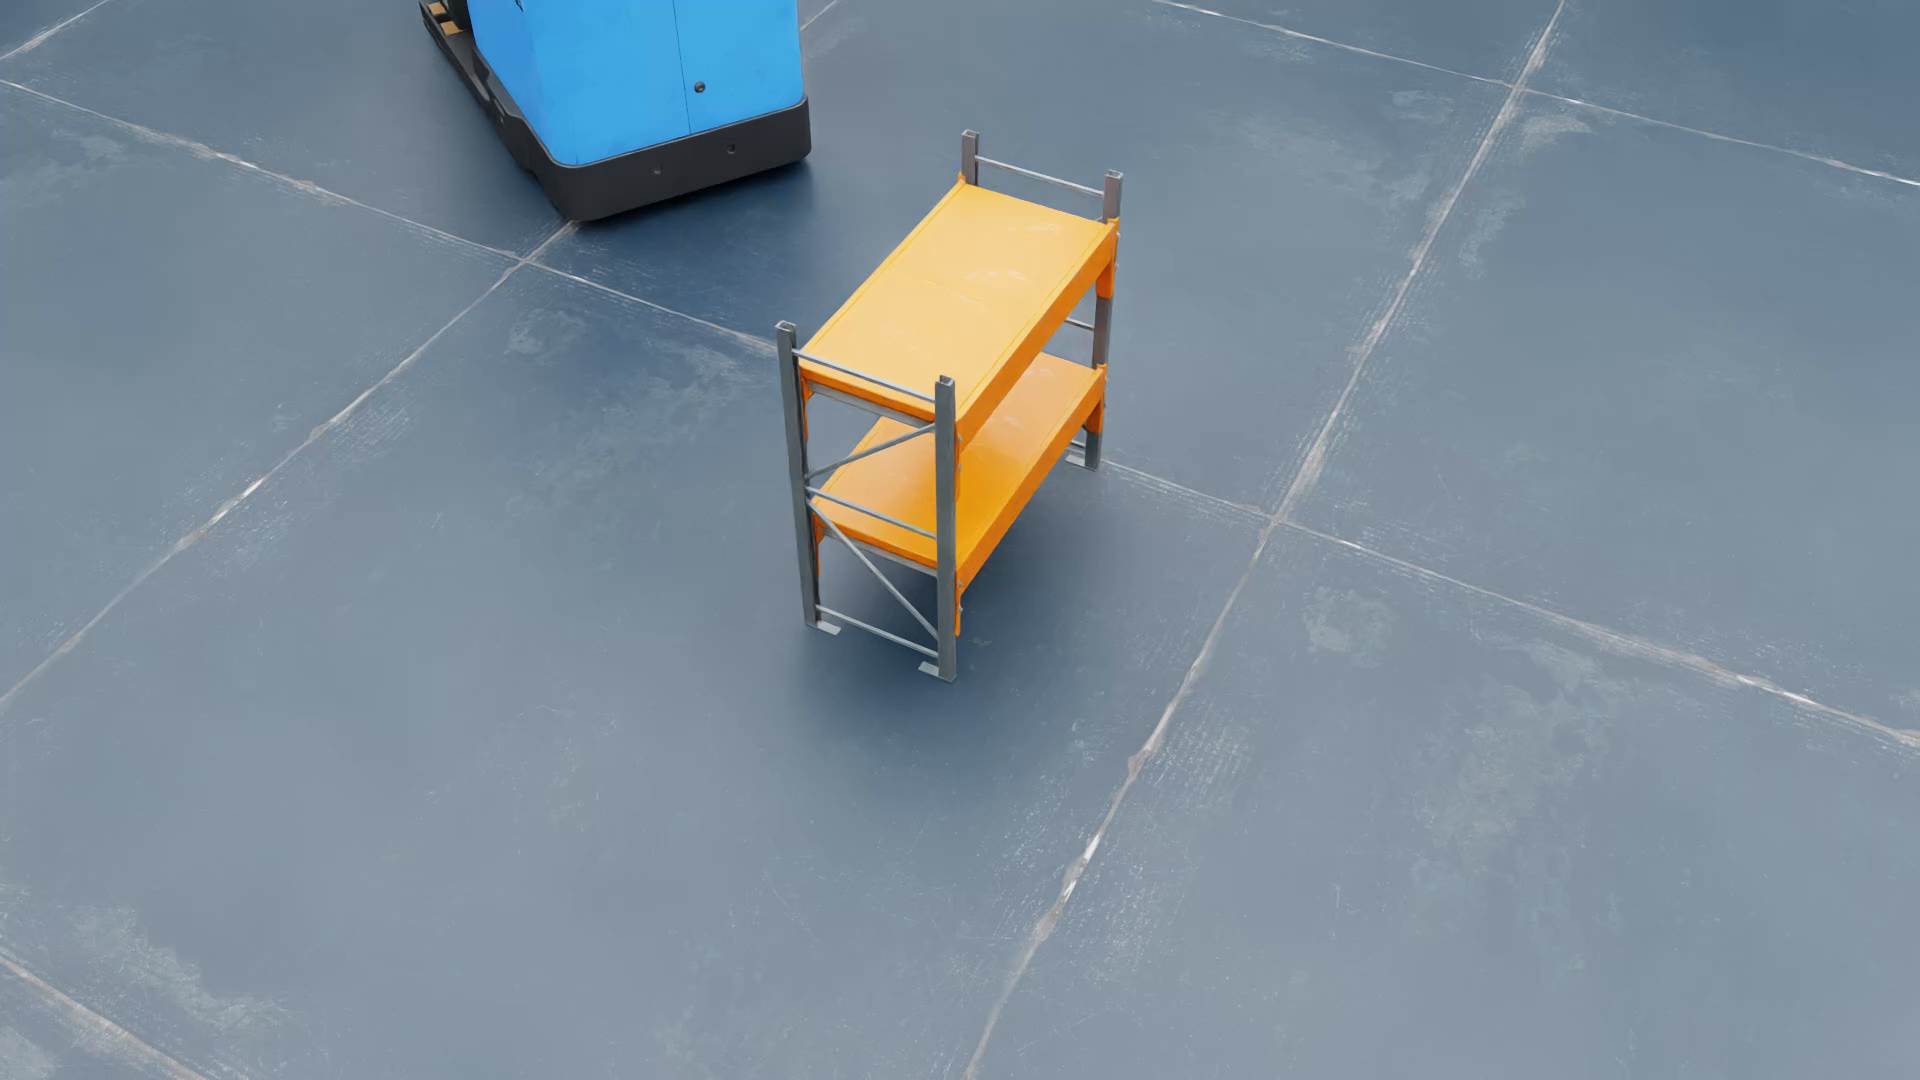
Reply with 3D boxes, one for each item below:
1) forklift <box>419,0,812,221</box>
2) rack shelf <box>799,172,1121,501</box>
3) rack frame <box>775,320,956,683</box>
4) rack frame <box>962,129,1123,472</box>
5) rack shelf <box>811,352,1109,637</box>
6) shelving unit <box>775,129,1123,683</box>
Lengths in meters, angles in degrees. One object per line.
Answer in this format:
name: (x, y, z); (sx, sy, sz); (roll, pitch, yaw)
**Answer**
forklift: (-1.751, -3.292, 6.443); (1.130, 2.935, 3.031); (-21, 49, -20)
rack shelf: (-0.003, -0.597, 4.638); (0.538, 0.278, 1.000); (20, 49, 19)
rack frame: (-0.239, -0.071, 4.529); (0.500, 1.125, 0.032); (20, 49, 19)
rack frame: (0.233, -0.711, 5.162); (0.500, 1.125, 0.032); (20, 49, 19)
rack shelf: (-0.003, -0.219, 5.020); (0.538, 0.278, 1.000); (20, 49, 19)
shelving unit: (-0.003, -0.391, 4.846); (0.538, 1.125, 1.048); (20, 49, 19)
